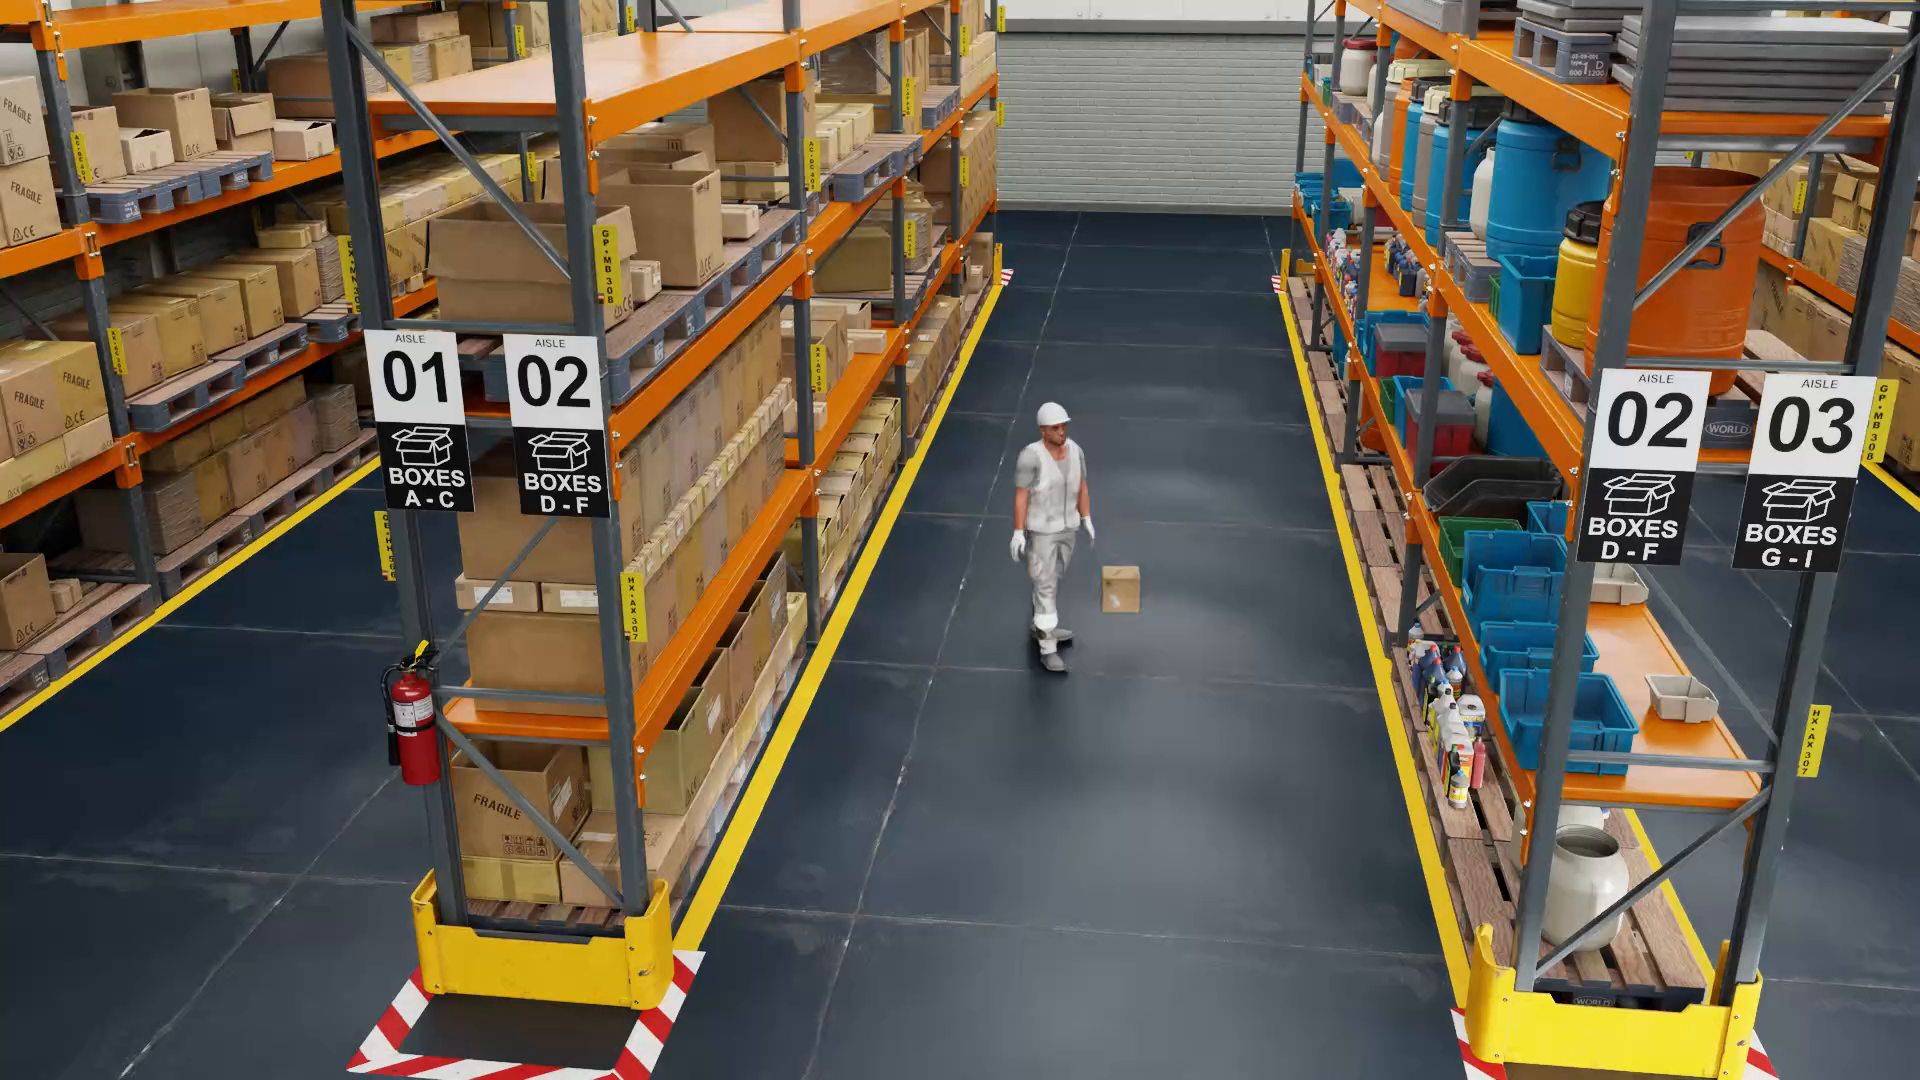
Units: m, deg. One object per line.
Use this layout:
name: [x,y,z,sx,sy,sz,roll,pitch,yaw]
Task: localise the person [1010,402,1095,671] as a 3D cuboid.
person: [0.616,-0.039,11.138,0.673,1.792,0.635,-15,26,-34]
